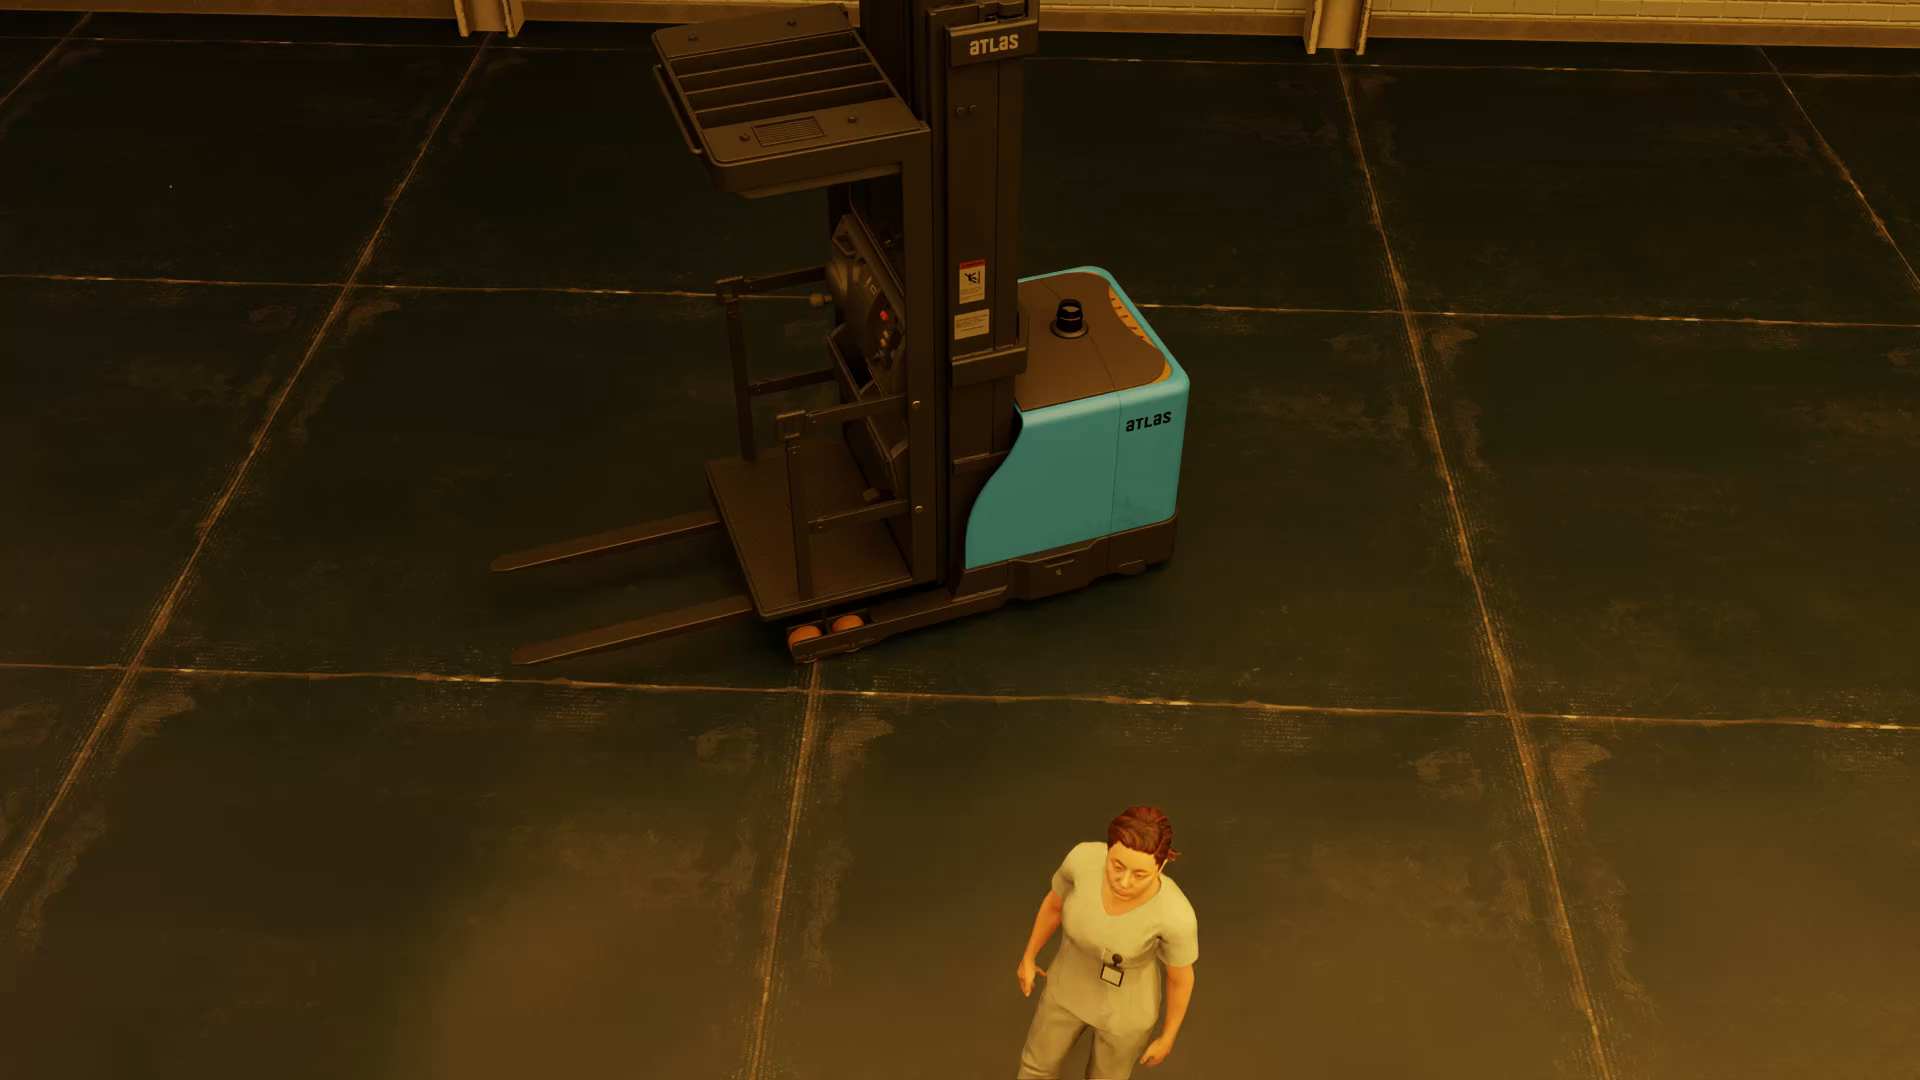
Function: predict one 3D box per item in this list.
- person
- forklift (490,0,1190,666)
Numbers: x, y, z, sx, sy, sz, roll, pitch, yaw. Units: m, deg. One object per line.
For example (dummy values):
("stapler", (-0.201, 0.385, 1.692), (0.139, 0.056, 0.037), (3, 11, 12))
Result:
("person", (0.398, 1.448, 5.085), (0.546, 1.663, 0.550), (23, 47, 23))
("forklift", (-0.573, -0.945, 6.778), (3.031, 2.935, 1.130), (-13, 44, -14))
